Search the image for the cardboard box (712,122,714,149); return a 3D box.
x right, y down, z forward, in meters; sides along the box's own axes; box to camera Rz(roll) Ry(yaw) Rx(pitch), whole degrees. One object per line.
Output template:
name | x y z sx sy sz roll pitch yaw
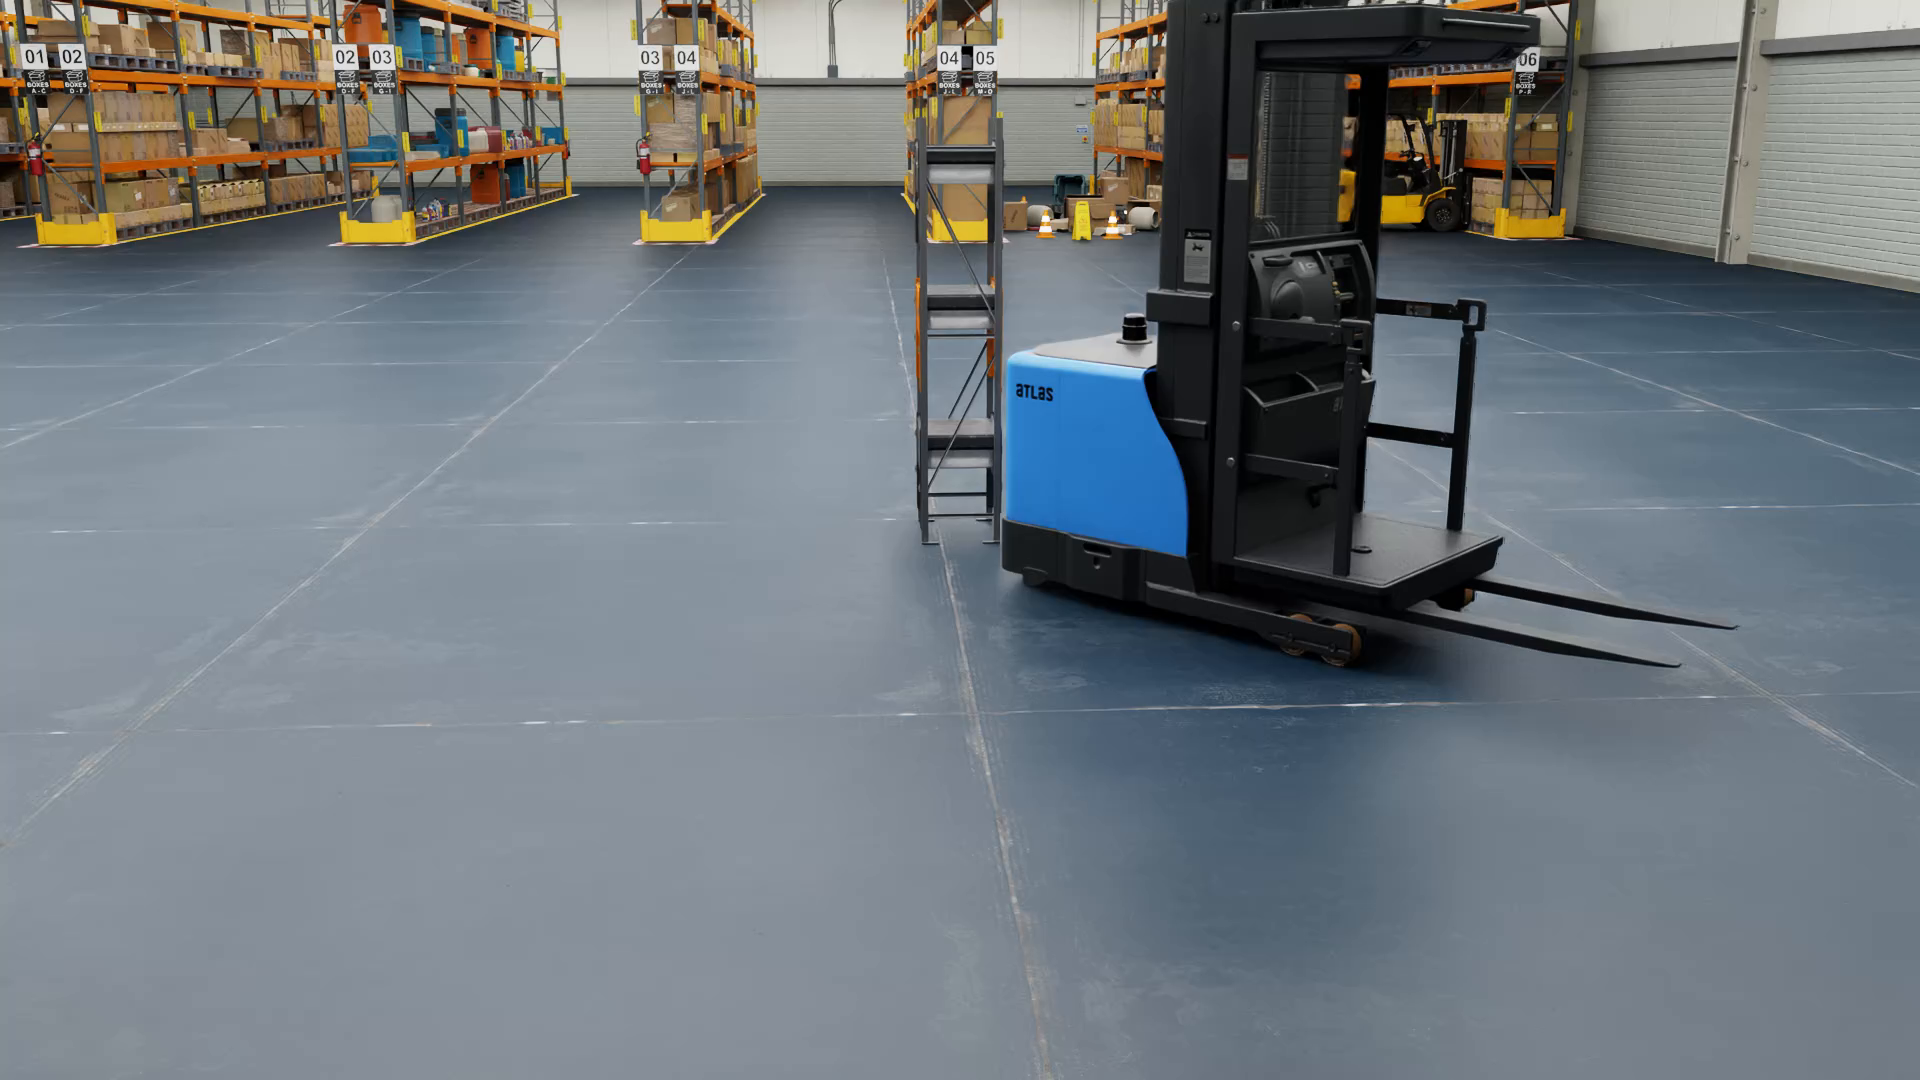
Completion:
cardboard box | -5.120 -7.637 31.391 0.875 0.500 0.500 -1 14 -3

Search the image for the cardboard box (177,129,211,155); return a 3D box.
cardboard box | -15.038 -7.776 32.528 0.500 0.500 0.500 0 14 1

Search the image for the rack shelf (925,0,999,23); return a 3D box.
rack shelf | -0.006 -9.475 29.538 1.077 0.370 4.000 -1 14 -3

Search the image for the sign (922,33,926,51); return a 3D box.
sign | -0.670 -9.453 31.560 0.100 0.325 0.005 -1 14 -3

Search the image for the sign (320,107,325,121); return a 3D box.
sign | -14.916 -9.965 38.914 0.100 0.325 0.005 -1 14 -3

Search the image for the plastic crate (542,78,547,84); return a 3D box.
plastic crate | -10.397 -11.280 40.858 0.437 0.136 0.530 -1 14 -3

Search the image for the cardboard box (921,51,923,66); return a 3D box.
cardboard box | -0.552 -10.082 34.805 0.500 0.311 0.500 -1 14 -3

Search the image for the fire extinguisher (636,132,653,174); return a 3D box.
fire extinguisher | -5.291 -6.490 27.884 0.296 0.674 0.183 -1 14 -3

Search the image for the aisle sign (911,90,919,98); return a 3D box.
aisle sign | -1.177 -11.866 43.407 0.394 0.787 0.004 -1 14 -3

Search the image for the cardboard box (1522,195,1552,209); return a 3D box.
cardboard box | 10.185 -6.027 29.604 0.500 0.250 0.500 -1 14 -2

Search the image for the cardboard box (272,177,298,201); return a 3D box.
cardboard box | -15.029 -7.775 36.859 0.500 0.500 0.500 -1 14 -4

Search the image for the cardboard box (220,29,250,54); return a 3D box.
cardboard box | -15.242 -10.494 35.066 0.500 0.500 0.500 -1 14 -3

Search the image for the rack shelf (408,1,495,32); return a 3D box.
rack shelf | -10.153 -10.342 32.907 1.077 0.370 4.000 -1 14 -3

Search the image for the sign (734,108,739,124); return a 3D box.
sign | -4.793 -9.085 35.653 0.100 0.325 0.005 -1 14 -3

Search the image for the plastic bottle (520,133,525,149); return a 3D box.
plastic bottle | -10.142 -9.223 38.452 0.144 0.351 0.185 -1 14 -3

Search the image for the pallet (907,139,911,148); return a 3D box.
pallet | -0.723 -9.313 39.088 1.003 0.211 1.213 -1 14 -3

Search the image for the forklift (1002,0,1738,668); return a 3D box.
forklift | 1.630 -1.068 6.796 3.031 2.935 1.130 13 19 40

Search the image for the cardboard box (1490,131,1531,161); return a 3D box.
cardboard box | 9.714 -6.960 29.356 0.500 0.500 0.500 -1 14 -5

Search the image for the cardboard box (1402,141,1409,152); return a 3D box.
cardboard box | 9.430 -8.086 34.233 0.500 0.250 0.500 -1 14 -3

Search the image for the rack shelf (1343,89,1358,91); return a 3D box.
rack shelf | 9.139 -11.379 42.157 1.077 0.370 4.000 -1 14 -3

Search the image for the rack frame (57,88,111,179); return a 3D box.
rack frame | -20.413 -9.318 38.720 1.000 3.000 0.127 -1 14 -3

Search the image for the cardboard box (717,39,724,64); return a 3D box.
cardboard box | -5.076 -9.616 32.811 0.797 0.503 0.637 0 14 -1

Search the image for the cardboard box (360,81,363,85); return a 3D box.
cardboard box | -15.422 -11.646 42.052 0.500 0.250 0.500 -1 14 -3

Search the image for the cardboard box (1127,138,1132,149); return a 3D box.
cardboard box | 4.144 -9.133 38.304 0.500 0.250 0.500 -1 14 -4

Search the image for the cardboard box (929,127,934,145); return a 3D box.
cardboard box | -0.122 -7.317 30.645 0.875 0.550 0.550 -1 14 -3

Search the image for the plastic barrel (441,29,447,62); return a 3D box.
plastic barrel | -10.359 -9.625 32.889 0.600 0.901 0.708 -1 14 -3

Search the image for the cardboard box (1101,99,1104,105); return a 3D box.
cardboard box | 3.830 -11.253 42.735 0.380 0.149 0.250 -1 14 -5

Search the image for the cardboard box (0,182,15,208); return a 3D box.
cardboard box | -20.069 -7.147 34.418 0.700 0.500 0.500 -1 14 -3

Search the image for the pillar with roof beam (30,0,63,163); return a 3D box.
pillar with roof beam | -17.023 -12.450 38.856 9.100 9.000 0.400 -1 14 -3

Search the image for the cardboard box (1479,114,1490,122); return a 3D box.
cardboard box | 9.616 -7.637 30.090 0.380 0.149 0.250 -1 14 -2

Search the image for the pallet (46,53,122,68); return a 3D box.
pallet | -14.744 -7.997 27.744 1.003 0.211 1.213 -1 14 -3

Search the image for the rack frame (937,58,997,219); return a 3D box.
rack frame | 0.118 -6.614 28.213 1.000 3.000 0.127 -1 14 -3

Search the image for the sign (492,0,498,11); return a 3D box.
sign | -9.729 -11.235 34.781 0.100 0.325 0.005 -1 14 -3

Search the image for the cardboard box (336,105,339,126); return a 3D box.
cardboard box | -15.281 -10.305 40.352 0.500 0.500 0.500 -1 14 -5

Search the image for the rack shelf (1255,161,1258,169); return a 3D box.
rack shelf | 4.929 -6.865 30.630 1.077 0.370 4.000 -1 14 -3

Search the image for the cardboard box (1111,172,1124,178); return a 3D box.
cardboard box | 4.321 -9.043 41.952 0.875 0.438 0.875 -1 14 -5

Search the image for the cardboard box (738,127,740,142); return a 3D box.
cardboard box | -5.127 -8.854 36.718 0.500 0.500 0.500 -1 14 -5

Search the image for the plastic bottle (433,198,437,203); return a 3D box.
plastic bottle | -9.846 -6.253 31.243 0.144 0.351 0.185 -1 14 -3

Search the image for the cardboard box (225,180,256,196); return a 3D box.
cardboard box | -14.905 -7.288 34.382 0.500 0.311 0.500 -1 14 -4

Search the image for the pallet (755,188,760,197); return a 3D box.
pallet | -5.702 -8.994 43.058 1.003 0.211 1.213 -1 14 -3

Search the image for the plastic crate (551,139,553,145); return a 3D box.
plastic crate | -10.538 -10.094 42.148 0.396 0.136 0.243 -1 14 -3

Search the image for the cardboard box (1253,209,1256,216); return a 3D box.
cardboard box | 5.279 -5.792 29.694 0.500 0.250 0.500 -1 14 -4

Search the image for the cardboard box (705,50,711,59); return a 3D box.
cardboard box | -4.691 -8.726 29.904 0.380 0.149 0.250 0 14 -1

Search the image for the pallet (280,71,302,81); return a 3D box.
pallet | -15.432 -10.336 37.034 1.213 0.211 1.003 -1 14 -3

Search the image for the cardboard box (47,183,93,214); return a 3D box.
cardboard box | -15.056 -5.774 28.119 0.500 0.500 0.500 -1 14 -3

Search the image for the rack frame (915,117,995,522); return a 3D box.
rack frame | -0.025 -1.119 8.661 0.400 2.100 0.015 -1 14 -3

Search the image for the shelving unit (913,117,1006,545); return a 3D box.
shelving unit | -0.010 -1.058 8.425 0.431 2.100 0.503 -1 14 -3

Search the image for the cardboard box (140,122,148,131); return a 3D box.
cardboard box | -14.646 -7.322 29.461 0.380 0.149 0.250 0 14 -2

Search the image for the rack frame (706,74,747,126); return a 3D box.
rack frame | -5.582 -9.547 39.612 1.000 3.000 0.127 -1 14 -3

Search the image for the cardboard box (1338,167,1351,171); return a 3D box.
cardboard box | 9.150 -8.729 39.305 0.380 0.149 0.250 -1 14 -4

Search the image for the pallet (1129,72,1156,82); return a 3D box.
pallet | 4.392 -10.504 37.690 1.003 0.211 1.213 0 14 -1

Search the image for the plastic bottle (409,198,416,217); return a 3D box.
plastic bottle | -10.250 -6.206 31.061 0.144 0.351 0.185 -1 14 -3
